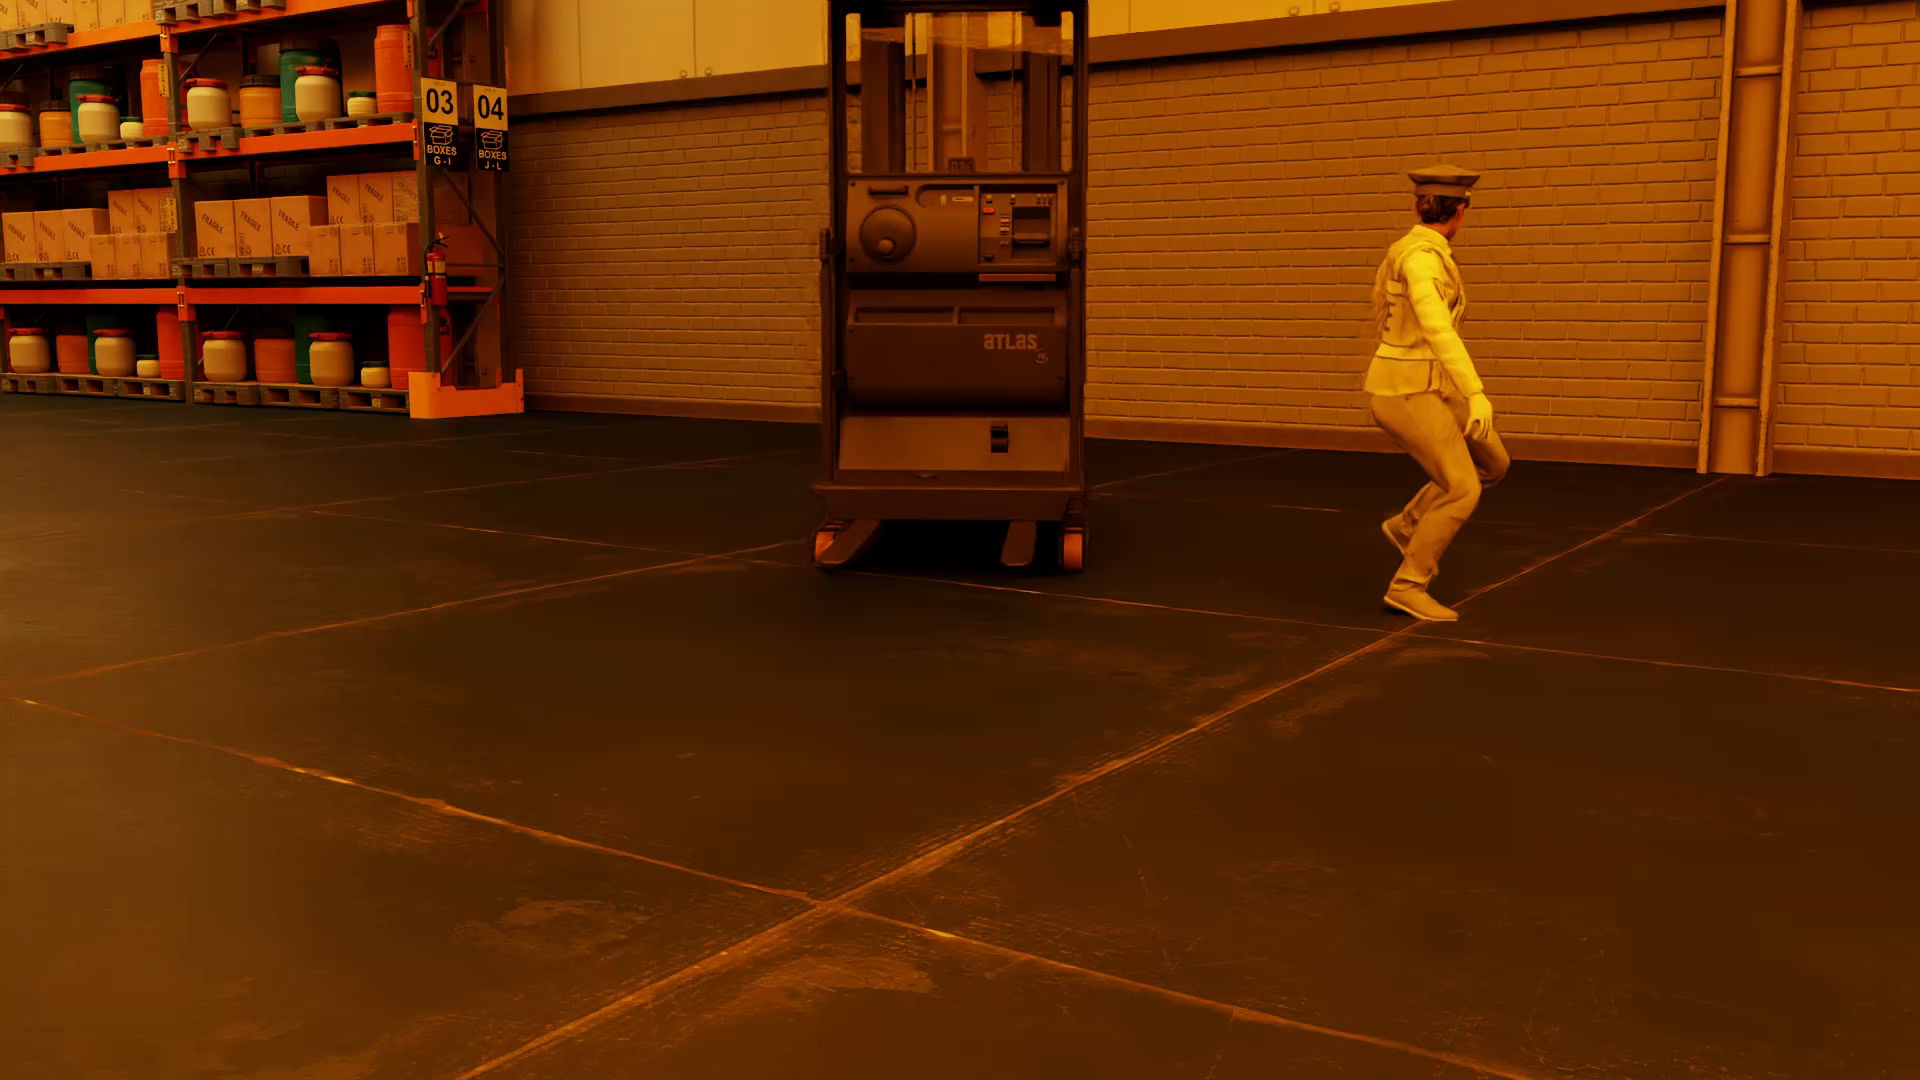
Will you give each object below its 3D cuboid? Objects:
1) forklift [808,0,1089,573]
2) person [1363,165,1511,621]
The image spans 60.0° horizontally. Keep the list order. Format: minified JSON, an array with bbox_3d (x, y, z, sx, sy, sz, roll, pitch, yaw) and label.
[{"bbox_3d":[-0.024,-1.364,6.786,1.130,2.935,3.031,1,8,4],"label":"forklift"},{"bbox_3d":[1.663,-0.520,5.852,0.516,1.561,0.804,3,9,23],"label":"person"}]
